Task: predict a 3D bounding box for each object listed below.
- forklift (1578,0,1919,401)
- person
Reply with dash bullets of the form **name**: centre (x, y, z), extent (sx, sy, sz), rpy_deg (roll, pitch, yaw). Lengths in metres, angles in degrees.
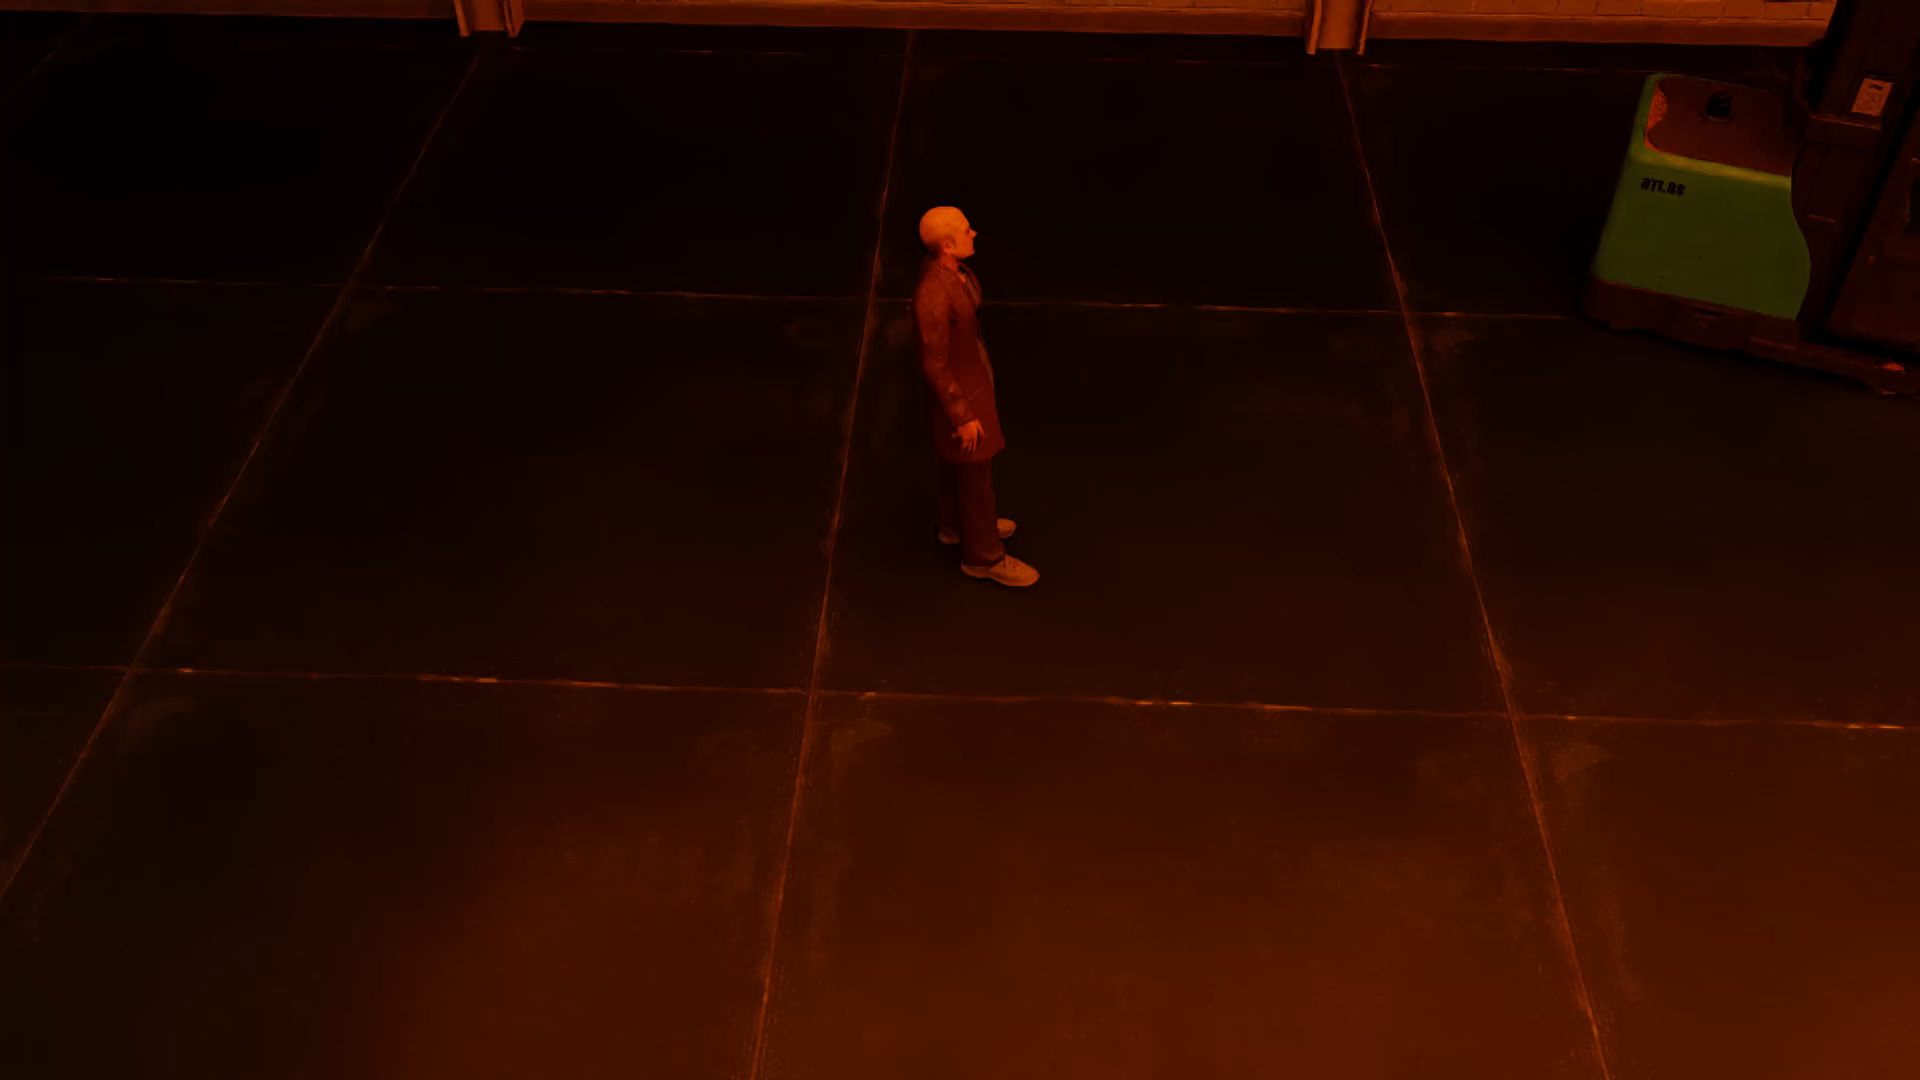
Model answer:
- **forklift**: centre (4.994, -2.207, 8.160), extent (3.031, 2.935, 1.130), rpy_deg (16, 45, 16)
- **person**: centre (0.091, -0.656, 7.305), extent (0.580, 1.776, 0.694), rpy_deg (2, 42, 2)
